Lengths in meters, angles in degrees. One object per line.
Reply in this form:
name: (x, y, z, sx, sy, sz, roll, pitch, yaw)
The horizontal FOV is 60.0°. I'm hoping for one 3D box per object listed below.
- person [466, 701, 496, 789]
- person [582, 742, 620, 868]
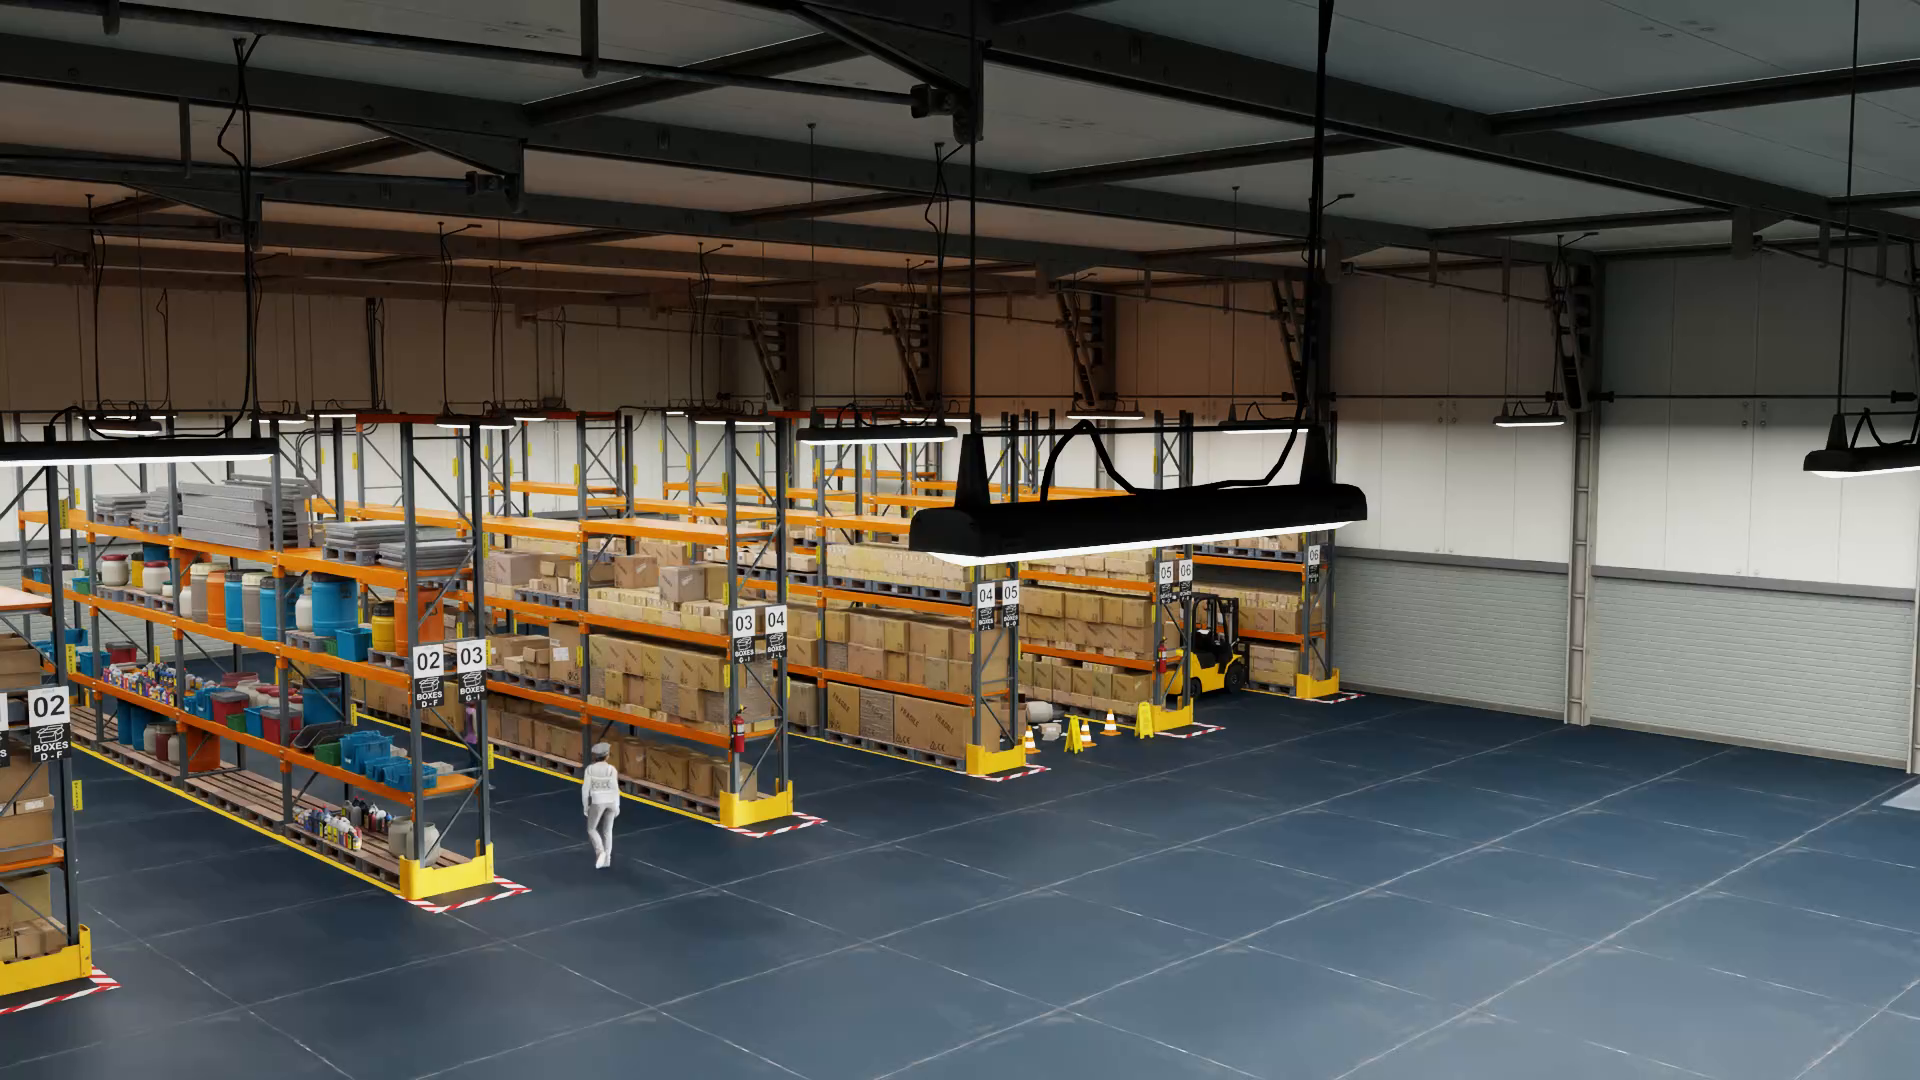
person: (-7.678, 3.241, 26.601, 0.437, 1.621, 0.493, -1, 5, -10)
person: (-4.785, 3.548, 22.206, 0.480, 1.681, 0.511, -2, 5, -25)
